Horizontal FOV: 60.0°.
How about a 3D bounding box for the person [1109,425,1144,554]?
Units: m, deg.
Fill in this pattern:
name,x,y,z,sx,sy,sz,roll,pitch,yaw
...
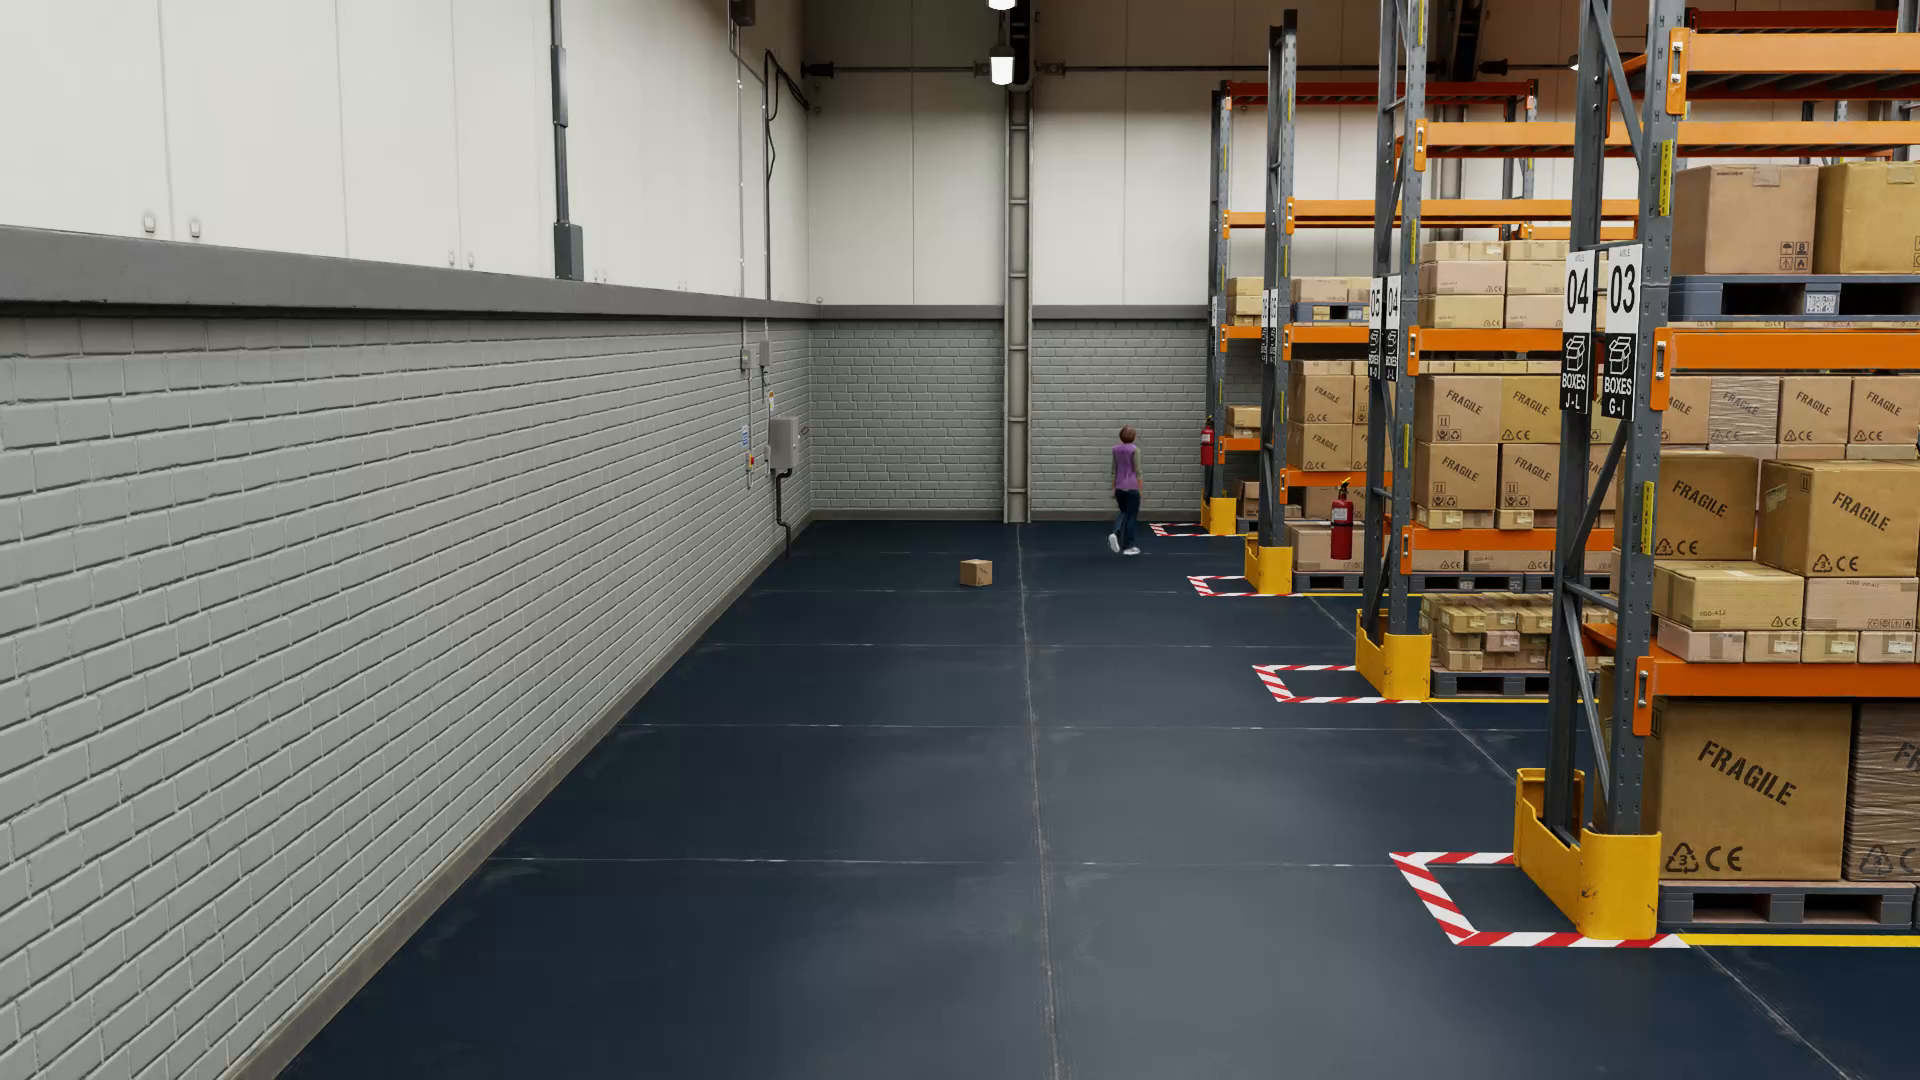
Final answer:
name,x,y,z,sx,sy,sz,roll,pitch,yaw
person,2.027,-0.610,20.306,0.413,1.590,0.448,6,9,38
